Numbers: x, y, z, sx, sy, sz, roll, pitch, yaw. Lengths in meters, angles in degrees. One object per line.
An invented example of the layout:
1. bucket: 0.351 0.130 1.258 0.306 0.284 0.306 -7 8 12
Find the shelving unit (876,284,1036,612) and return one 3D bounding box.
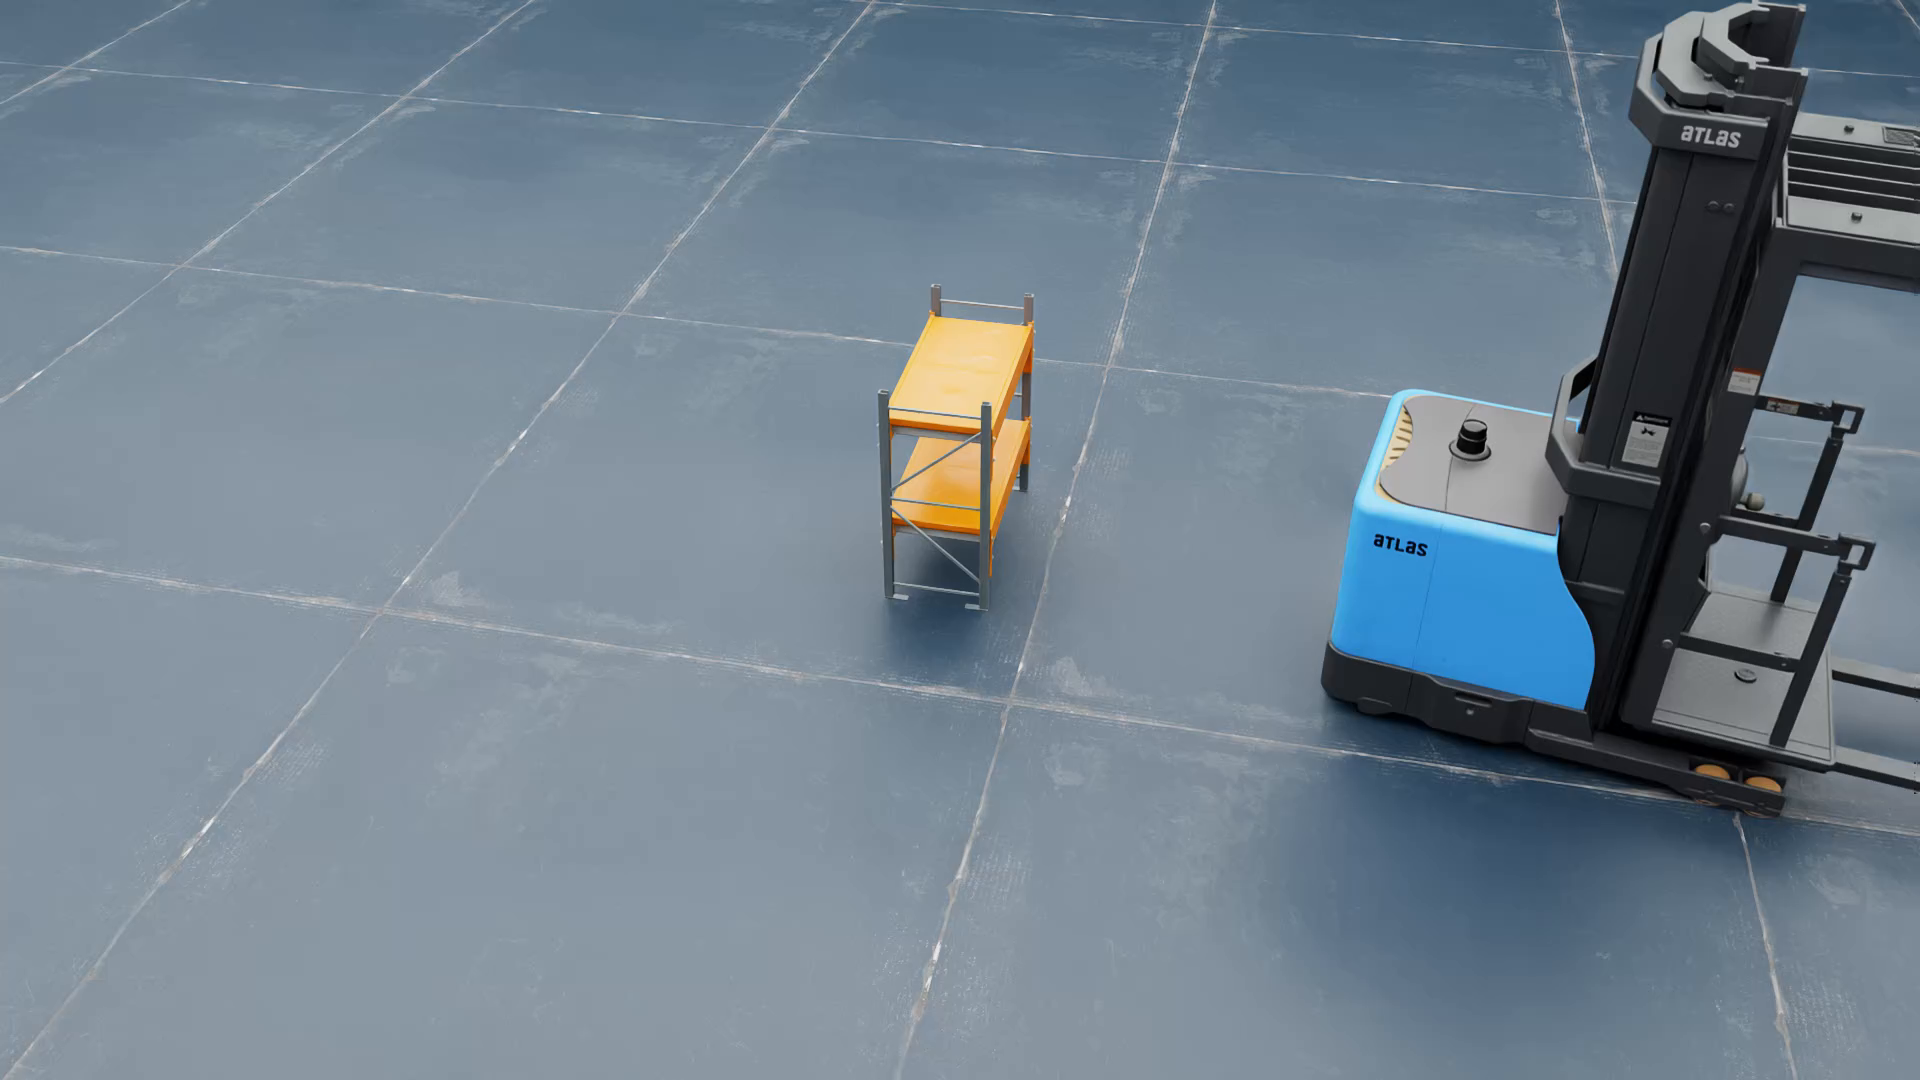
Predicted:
1. shelving unit: -0.001 -0.452 7.915 0.538 1.125 1.048 7 37 10

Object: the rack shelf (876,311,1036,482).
1. rack shelf: -0.001 -0.689 7.743 0.538 0.278 1.000 7 37 10

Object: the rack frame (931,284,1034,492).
1. rack frame: 0.107 -0.743 8.317 0.500 1.125 0.032 7 37 10

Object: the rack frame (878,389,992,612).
1. rack frame: -0.110 -0.160 7.512 0.500 1.125 0.032 7 37 10

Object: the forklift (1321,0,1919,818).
1. forklift: 3.146 -0.421 6.334 3.031 2.935 1.130 13 38 17

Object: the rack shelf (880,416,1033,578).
1. rack shelf: -0.001 -0.254 8.058 0.538 0.278 1.000 7 37 10
